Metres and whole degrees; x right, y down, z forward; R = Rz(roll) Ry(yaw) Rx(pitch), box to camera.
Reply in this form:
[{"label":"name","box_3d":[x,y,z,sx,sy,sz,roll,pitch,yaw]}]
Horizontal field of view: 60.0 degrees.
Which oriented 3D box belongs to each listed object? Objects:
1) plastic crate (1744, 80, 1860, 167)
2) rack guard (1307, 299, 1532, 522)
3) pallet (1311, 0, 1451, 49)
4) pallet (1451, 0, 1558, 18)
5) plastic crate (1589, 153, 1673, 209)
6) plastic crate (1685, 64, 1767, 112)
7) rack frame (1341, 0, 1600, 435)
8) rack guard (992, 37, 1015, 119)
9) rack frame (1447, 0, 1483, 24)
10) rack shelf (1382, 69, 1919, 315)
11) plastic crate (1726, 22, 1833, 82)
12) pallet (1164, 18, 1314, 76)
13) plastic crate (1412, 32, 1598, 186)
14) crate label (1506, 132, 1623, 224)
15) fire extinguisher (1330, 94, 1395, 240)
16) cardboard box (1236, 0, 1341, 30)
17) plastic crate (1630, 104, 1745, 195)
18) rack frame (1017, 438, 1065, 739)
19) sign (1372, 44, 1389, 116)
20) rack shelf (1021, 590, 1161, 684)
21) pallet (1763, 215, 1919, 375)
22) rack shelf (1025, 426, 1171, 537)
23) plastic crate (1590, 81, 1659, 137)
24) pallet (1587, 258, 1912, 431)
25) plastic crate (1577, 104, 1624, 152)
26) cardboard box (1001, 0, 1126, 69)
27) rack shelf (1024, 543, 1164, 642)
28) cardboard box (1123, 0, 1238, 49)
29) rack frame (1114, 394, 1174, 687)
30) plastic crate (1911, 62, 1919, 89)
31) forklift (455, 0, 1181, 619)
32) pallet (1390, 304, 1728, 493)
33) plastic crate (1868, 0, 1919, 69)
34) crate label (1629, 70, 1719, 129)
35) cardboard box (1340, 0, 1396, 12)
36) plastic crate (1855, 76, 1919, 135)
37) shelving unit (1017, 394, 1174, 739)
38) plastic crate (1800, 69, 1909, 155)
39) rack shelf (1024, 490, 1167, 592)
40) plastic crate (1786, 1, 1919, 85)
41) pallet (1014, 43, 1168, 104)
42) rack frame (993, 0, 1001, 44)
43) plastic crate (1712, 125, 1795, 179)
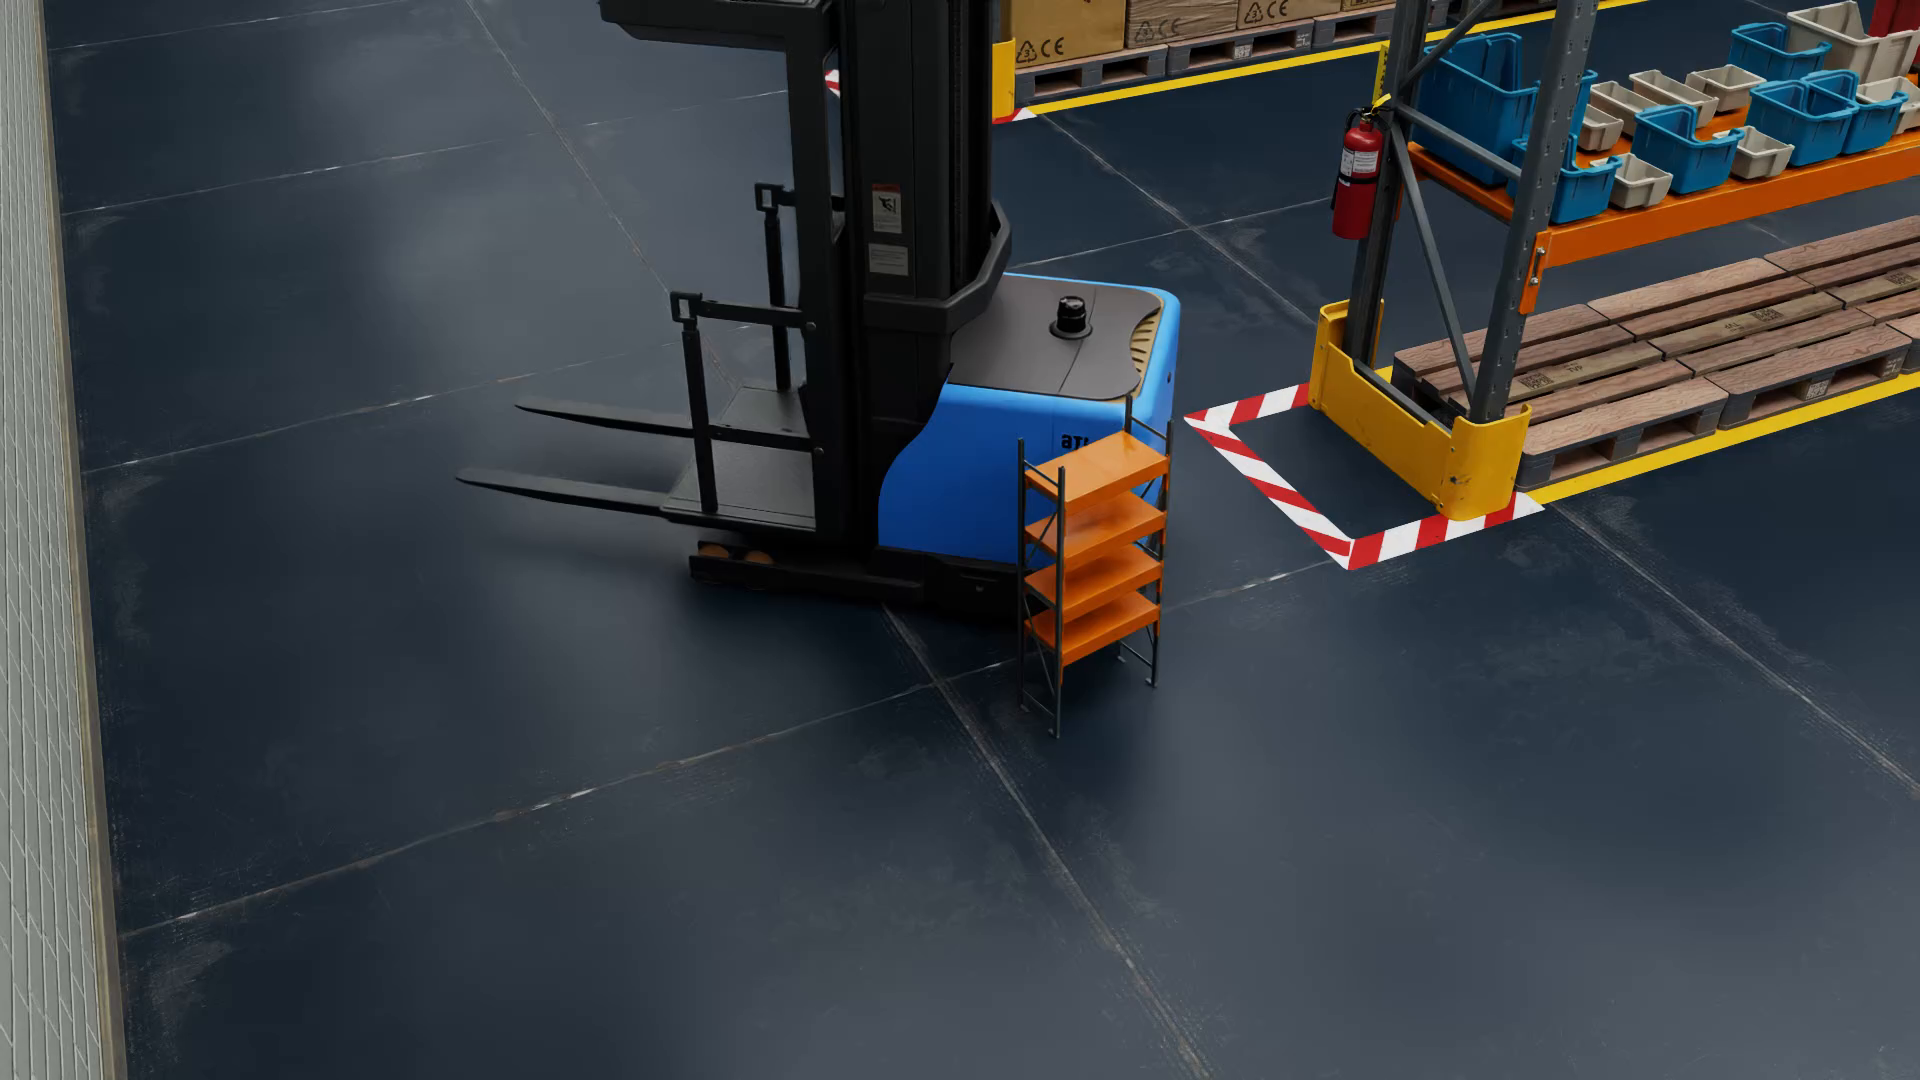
[{"label":"plastic crate","box_3d":[3.659,-1.820,7.276,0.300,0.233,0.416,-16,39,-20]},{"label":"rack guard","box_3d":[2.088,-0.628,7.677,0.348,0.500,1.175,-16,39,-20]},{"label":"pallet","box_3d":[2.899,-4.058,12.544,1.213,0.211,1.003,-16,39,-20]},{"label":"pallet","box_3d":[4.287,-4.445,13.065,1.213,0.211,1.003,-16,39,-20]},{"label":"plastic crate","box_3d":[2.793,-1.485,6.905,0.298,0.136,0.250,-16,39,-20]},{"label":"plastic crate","box_3d":[3.536,-2.102,7.736,0.250,0.136,0.298,-16,39,-20]},{"label":"rack frame","box_3d":[2.104,-1.645,6.950,0.127,3.000,1.000,-16,39,-20]},{"label":"rack guard","box_3d":[-0.022,-3.306,11.288,0.348,0.500,1.175,-16,39,-20]},{"label":"rack frame","box_3d":[3.621,-5.329,11.916,0.127,3.000,1.000,-16,39,-20]},{"label":"rack shelf","box_3d":[3.915,-1.862,7.847,4.000,0.370,1.077,-16,39,-20]},{"label":"plastic crate","box_3d":[3.854,-2.260,7.869,0.300,0.233,0.416,-16,39,-20]},{"label":"pallet","box_3d":[1.793,-3.747,12.125,1.213,0.211,1.003,-16,39,-20]},{"label":"plastic crate","box_3d":[2.328,-1.869,7.172,0.499,0.435,0.616,-16,39,-20]},{"label":"crate label","box_3d":[2.467,-1.487,6.827,0.303,0.233,0.416,-16,39,-20]},{"label":"fire extinguisher","box_3d":[1.774,-1.671,7.363,0.183,0.674,0.296,-16,39,-20]},{"label":"cardboard box","box_3d":[2.174,-4.292,11.950,0.875,0.875,0.875,-16,39,-20]},{"label":"plastic crate","box_3d":[3.063,-1.654,7.052,0.300,0.233,0.416,-16,39,-20]},{"label":"rack frame","box_3d":[0.286,0.197,5.970,0.015,1.200,0.240,-24,41,-28]},{"label":"sign","box_3d":[1.856,-2.003,7.296,0.005,0.325,0.100,-16,39,-20]},{"label":"rack shelf","box_3d":[0.488,0.329,6.239,0.480,0.148,0.258,-24,41,-28]},{"label":"pallet","box_3d":[5.076,-1.331,8.867,1.213,0.211,1.003,-16,39,-20]},{"label":"rack shelf","box_3d":[0.476,-0.210,5.860,0.480,0.148,0.258,-24,41,-28]},{"label":"plastic crate","box_3d":[3.034,-1.933,7.509,0.243,0.136,0.396,-16,39,-20]},{"label":"pallet","box_3d":[3.970,-1.019,8.447,1.213,0.211,1.003,-16,39,-20]},{"label":"plastic crate","box_3d":[2.765,-1.867,7.421,0.243,0.136,0.396,-16,39,-20]},{"label":"cardboard box","box_3d":[0.545,-3.837,11.336,0.875,0.875,0.875,-16,39,-20]},{"label":"rack shelf","box_3d":[0.484,0.166,6.125,0.480,0.148,0.258,-24,41,-28]},{"label":"cardboard box","box_3d":[1.369,-4.067,11.646,0.875,0.875,0.875,-16,39,-20]},{"label":"rack frame","box_3d":[0.680,0.025,6.202,0.015,1.200,0.240,-24,41,-28]},{"label":"plastic crate","box_3d":[4.826,-2.143,7.802,0.590,0.125,0.437,-16,39,-20]},{"label":"forklift","box_3d":[-0.654,-1.262,6.492,3.031,2.935,1.130,8,37,10]},{"label":"pallet","box_3d":[2.867,-0.713,8.034,1.213,0.211,1.003,-16,39,-20]},{"label":"plastic crate","box_3d":[4.810,-2.617,8.156,0.583,0.464,0.402,-16,39,-20]},{"label":"crate label","box_3d":[3.276,-2.017,7.622,0.243,0.136,0.396,-16,39,-20]},{"label":"cardboard box","box_3d":[2.989,-4.520,12.257,0.875,0.875,0.875,-16,39,-20]},{"label":"plastic crate","box_3d":[4.276,-1.973,7.563,0.466,0.136,0.293,-16,39,-20]},{"label":"shelving unit","box_3d":[0.483,0.111,6.086,0.503,1.200,0.258,-24,41,-28]},{"label":"plastic crate","box_3d":[3.931,-1.896,7.379,0.300,0.233,0.416,-16,39,-20]},{"label":"rack shelf","box_3d":[0.480,-0.017,5.996,0.480,0.148,0.258,-24,41,-28]},{"label":"plastic crate","box_3d":[4.264,-2.347,7.945,0.530,0.282,0.437,-16,39,-20]},{"label":"pallet","box_3d":[0.690,-3.441,11.712,1.213,0.211,1.003,-16,39,-20]},{"label":"rack frame","box_3d":[0.000,-4.316,10.551,0.127,3.000,1.000,-16,39,-20]},{"label":"plastic crate","box_3d":[3.407,-1.657,7.136,0.298,0.136,0.250,-16,39,-20]}]
